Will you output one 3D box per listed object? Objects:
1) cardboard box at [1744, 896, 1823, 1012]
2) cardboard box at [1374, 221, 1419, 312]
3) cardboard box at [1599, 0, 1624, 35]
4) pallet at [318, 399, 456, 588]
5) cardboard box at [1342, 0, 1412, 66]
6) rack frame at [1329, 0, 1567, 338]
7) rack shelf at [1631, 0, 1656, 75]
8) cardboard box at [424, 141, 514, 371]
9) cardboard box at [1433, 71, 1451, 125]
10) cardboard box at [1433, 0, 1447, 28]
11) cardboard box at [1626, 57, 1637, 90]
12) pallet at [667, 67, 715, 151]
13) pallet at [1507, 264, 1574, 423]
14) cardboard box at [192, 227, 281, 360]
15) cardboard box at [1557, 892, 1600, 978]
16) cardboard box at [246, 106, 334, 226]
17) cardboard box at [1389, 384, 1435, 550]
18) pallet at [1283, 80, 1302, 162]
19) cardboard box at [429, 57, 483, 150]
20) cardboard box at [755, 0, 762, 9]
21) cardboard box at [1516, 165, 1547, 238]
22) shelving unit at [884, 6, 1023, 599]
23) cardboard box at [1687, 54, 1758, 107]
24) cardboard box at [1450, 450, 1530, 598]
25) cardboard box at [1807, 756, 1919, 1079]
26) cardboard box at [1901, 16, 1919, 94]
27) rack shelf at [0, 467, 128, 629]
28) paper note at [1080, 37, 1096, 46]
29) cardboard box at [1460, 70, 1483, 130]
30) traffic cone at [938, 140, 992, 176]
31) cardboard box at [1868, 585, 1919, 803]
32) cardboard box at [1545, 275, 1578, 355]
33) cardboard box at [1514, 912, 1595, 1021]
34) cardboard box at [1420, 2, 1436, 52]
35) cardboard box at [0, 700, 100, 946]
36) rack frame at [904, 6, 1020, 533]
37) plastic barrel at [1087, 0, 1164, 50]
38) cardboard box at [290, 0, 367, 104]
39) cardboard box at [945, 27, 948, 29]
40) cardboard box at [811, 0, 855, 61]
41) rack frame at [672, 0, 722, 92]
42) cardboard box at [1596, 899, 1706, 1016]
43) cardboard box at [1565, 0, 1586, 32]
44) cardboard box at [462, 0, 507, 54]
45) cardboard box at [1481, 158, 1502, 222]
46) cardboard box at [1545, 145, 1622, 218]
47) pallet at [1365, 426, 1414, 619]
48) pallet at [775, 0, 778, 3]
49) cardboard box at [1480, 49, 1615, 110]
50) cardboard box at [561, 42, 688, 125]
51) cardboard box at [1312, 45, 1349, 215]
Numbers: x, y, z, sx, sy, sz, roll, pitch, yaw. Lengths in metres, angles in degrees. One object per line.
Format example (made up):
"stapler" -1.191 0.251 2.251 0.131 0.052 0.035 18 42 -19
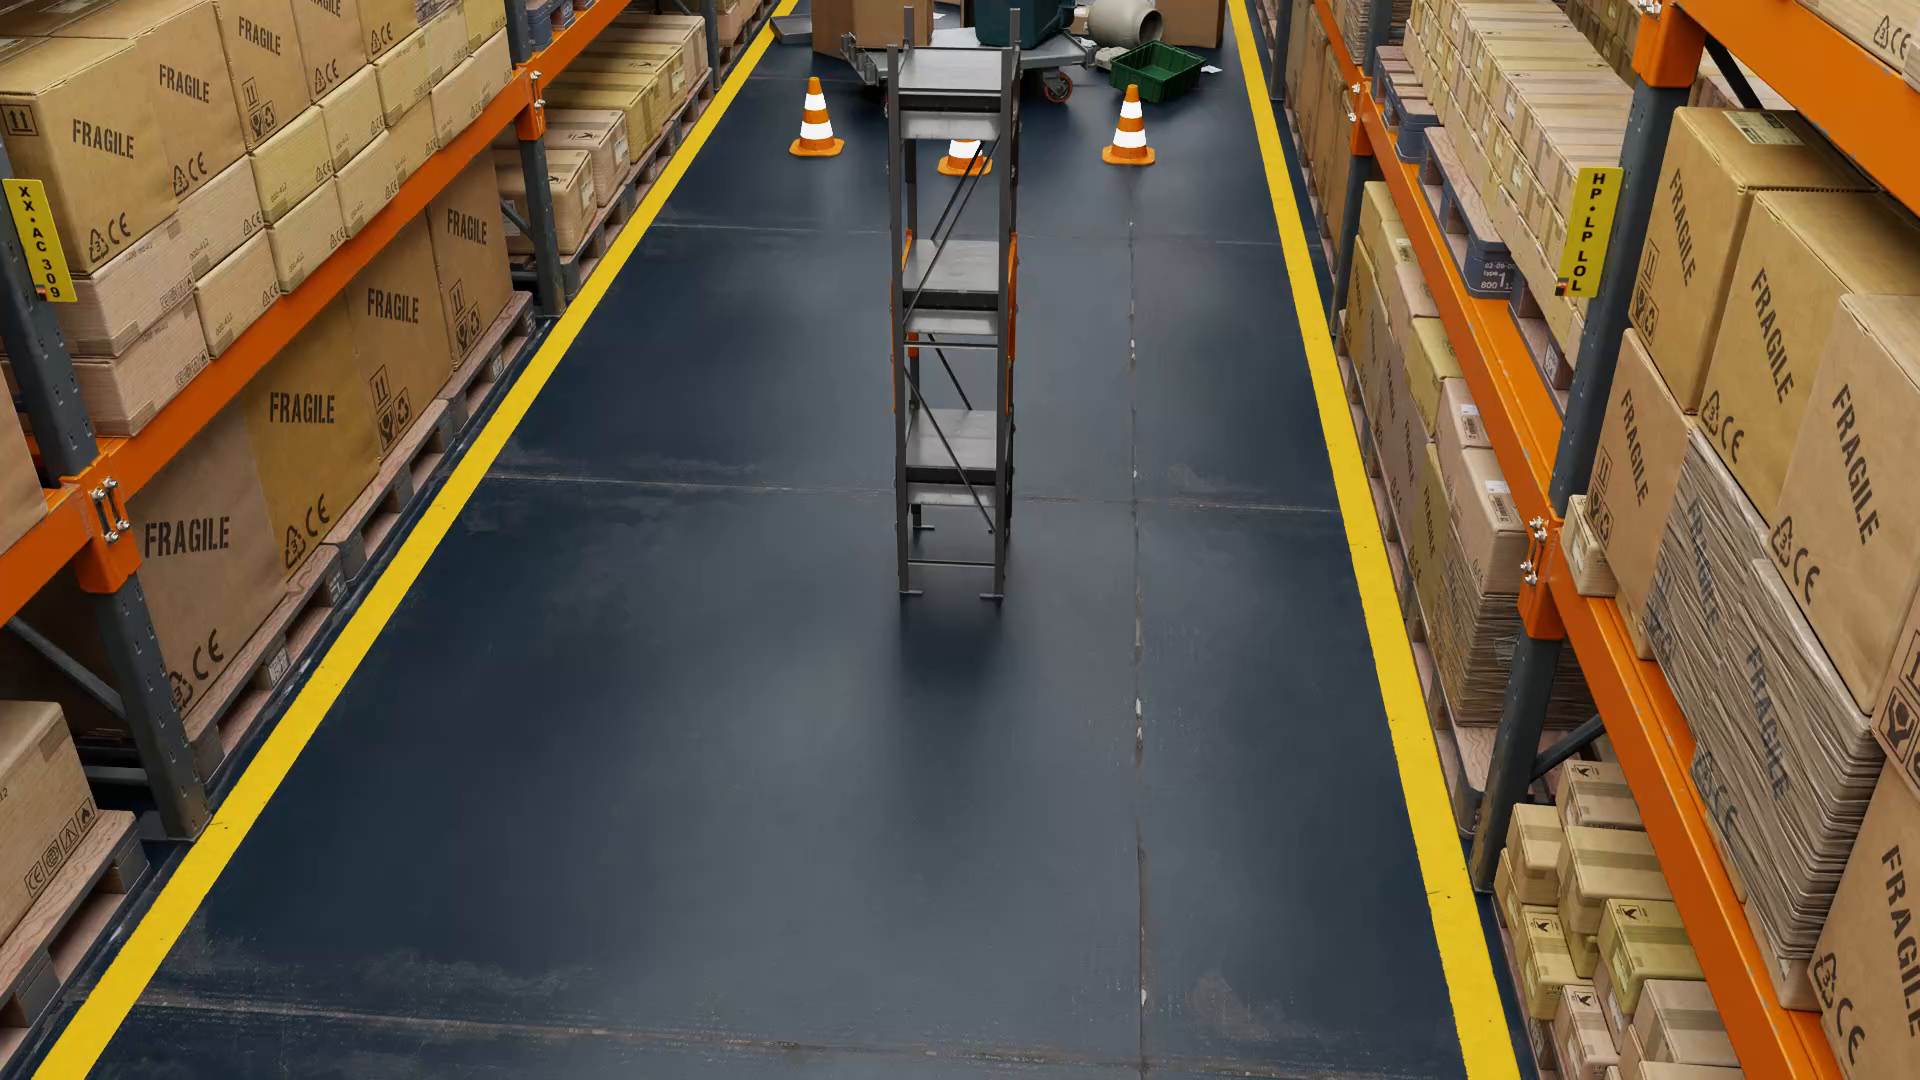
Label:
"cardboard box" 1.648 0.713 2.973 0.380 0.149 0.250 4 32 6
"cardboard box" 2.043 -1.129 6.990 0.500 0.250 0.500 2 32 3
"cardboard box" 2.755 -2.091 6.556 0.380 0.149 0.250 3 32 5
"pallet" -2.802 -0.236 6.933 1.003 0.211 1.213 2 32 4
"cardboard box" 2.151 -2.600 8.014 0.500 0.500 0.500 2 32 4
"rack frame" 2.382 -2.310 7.640 1.000 3.000 0.127 2 32 4
"rack shelf" 2.219 -2.235 5.344 1.077 0.370 4.000 2 32 4
"cardboard box" -2.699 -1.385 7.764 0.875 0.875 0.875 2 32 4
"cardboard box" 2.080 -1.734 6.544 0.380 0.149 0.250 4 32 6
"cardboard box" 2.107 -2.133 6.625 0.380 0.149 0.250 2 32 4
"cardboard box" 2.713 -1.693 6.193 0.380 0.149 0.250 2 32 4
"pallet" -2.297 -2.966 11.362 1.003 0.211 1.213 2 32 4
"pallet" 2.263 -0.530 4.934 1.003 0.211 1.213 2 32 4
"cardboard box" -2.546 -0.803 5.337 0.500 0.250 0.500 2 32 3
"cardboard box" 1.776 1.002 4.299 0.380 0.149 0.250 3 32 4
"cardboard box" -2.487 -1.281 5.636 0.500 0.250 0.500 3 32 5
"cardboard box" 1.953 -0.267 6.307 0.500 0.500 0.500 2 32 3
"pallet" 2.719 -2.808 11.105 1.003 0.211 1.213 2 32 4
"cardboard box" -2.369 -1.862 7.055 0.500 0.250 0.500 3 32 5
"cardboard box" -1.845 -4.423 13.288 0.500 0.250 0.500 2 32 3
"cardboard box" 1.953 -1.044 5.141 0.380 0.149 0.250 1 32 2
"shelving unit" -0.013 -0.807 6.059 0.431 2.100 0.503 2 32 4
"cardboard box" 2.669 -1.547 5.674 0.380 0.149 0.250 3 32 5
"cardboard box" 1.865 -0.053 5.244 0.500 0.250 0.500 2 32 3
"cardboard box" 1.640 0.663 2.436 0.500 0.500 0.500 4 32 6
"cardboard box" 1.662 -0.667 2.257 0.500 0.250 0.500 4 32 6
"rack shelf" -3.049 0.975 2.995 1.077 0.370 4.000 2 32 4
"paper note" 0.994 -3.923 13.094 0.172 0.023 0.155 14 34 21
"cardboard box" 2.039 -1.591 6.028 0.380 0.149 0.250 2 32 4
"traffic cone" 0.033 -2.578 10.492 0.336 0.463 0.334 2 32 4
"cardboard box" 1.634 0.214 2.211 0.500 0.500 0.500 1 32 2
"cardboard box" 1.911 -0.642 4.773 0.380 0.149 0.250 3 32 4
"cardboard box" 1.684 1.132 4.371 0.380 0.149 0.250 3 32 5
"cardboard box" 2.122 -2.123 6.891 0.380 0.149 0.250 4 32 6
"cardboard box" -3.044 0.858 4.540 0.875 0.438 0.875 2 32 3
"rack frame" 0.006 -0.935 6.266 0.400 2.100 0.015 2 32 4
"plastic barrel" 1.271 -3.964 12.778 0.512 0.421 0.421 27 41 37
"cardboard box" -2.471 -1.863 5.866 0.500 0.500 0.500 2 32 3
"cardboard box" -0.029 -3.731 12.551 0.258 0.266 0.396 -20 37 -29
"cardboard box" -0.791 -4.000 12.761 0.500 0.500 0.500 27 41 37
"rack frame" -2.235 -4.560 11.291 1.000 3.000 0.127 2 32 4
"cardboard box" 1.768 1.010 4.002 0.380 0.149 0.250 2 32 3
"cardboard box" 2.795 -2.231 7.067 0.380 0.149 0.250 3 32 5
"cardboard box" -2.346 -2.354 7.377 0.500 0.250 0.500 2 32 4
"cardboard box" 1.994 -1.188 5.658 0.380 0.149 0.250 4 32 6
"cardboard box" 1.938 -1.038 4.847 0.380 0.149 0.250 1 32 2
"pallet" 2.215 -0.078 6.676 1.003 0.211 1.213 2 32 4
"pallet" -2.017 -5.002 14.665 1.003 0.211 1.213 2 32 4
"cardboard box" 2.021 -1.584 5.734 0.380 0.149 0.250 2 32 3
"cardboard box" -2.330 -2.970 10.815 0.950 0.372 0.625 4 32 7
"cardboard box" 2.589 -2.303 9.372 1.050 0.750 0.750 3 32 5
